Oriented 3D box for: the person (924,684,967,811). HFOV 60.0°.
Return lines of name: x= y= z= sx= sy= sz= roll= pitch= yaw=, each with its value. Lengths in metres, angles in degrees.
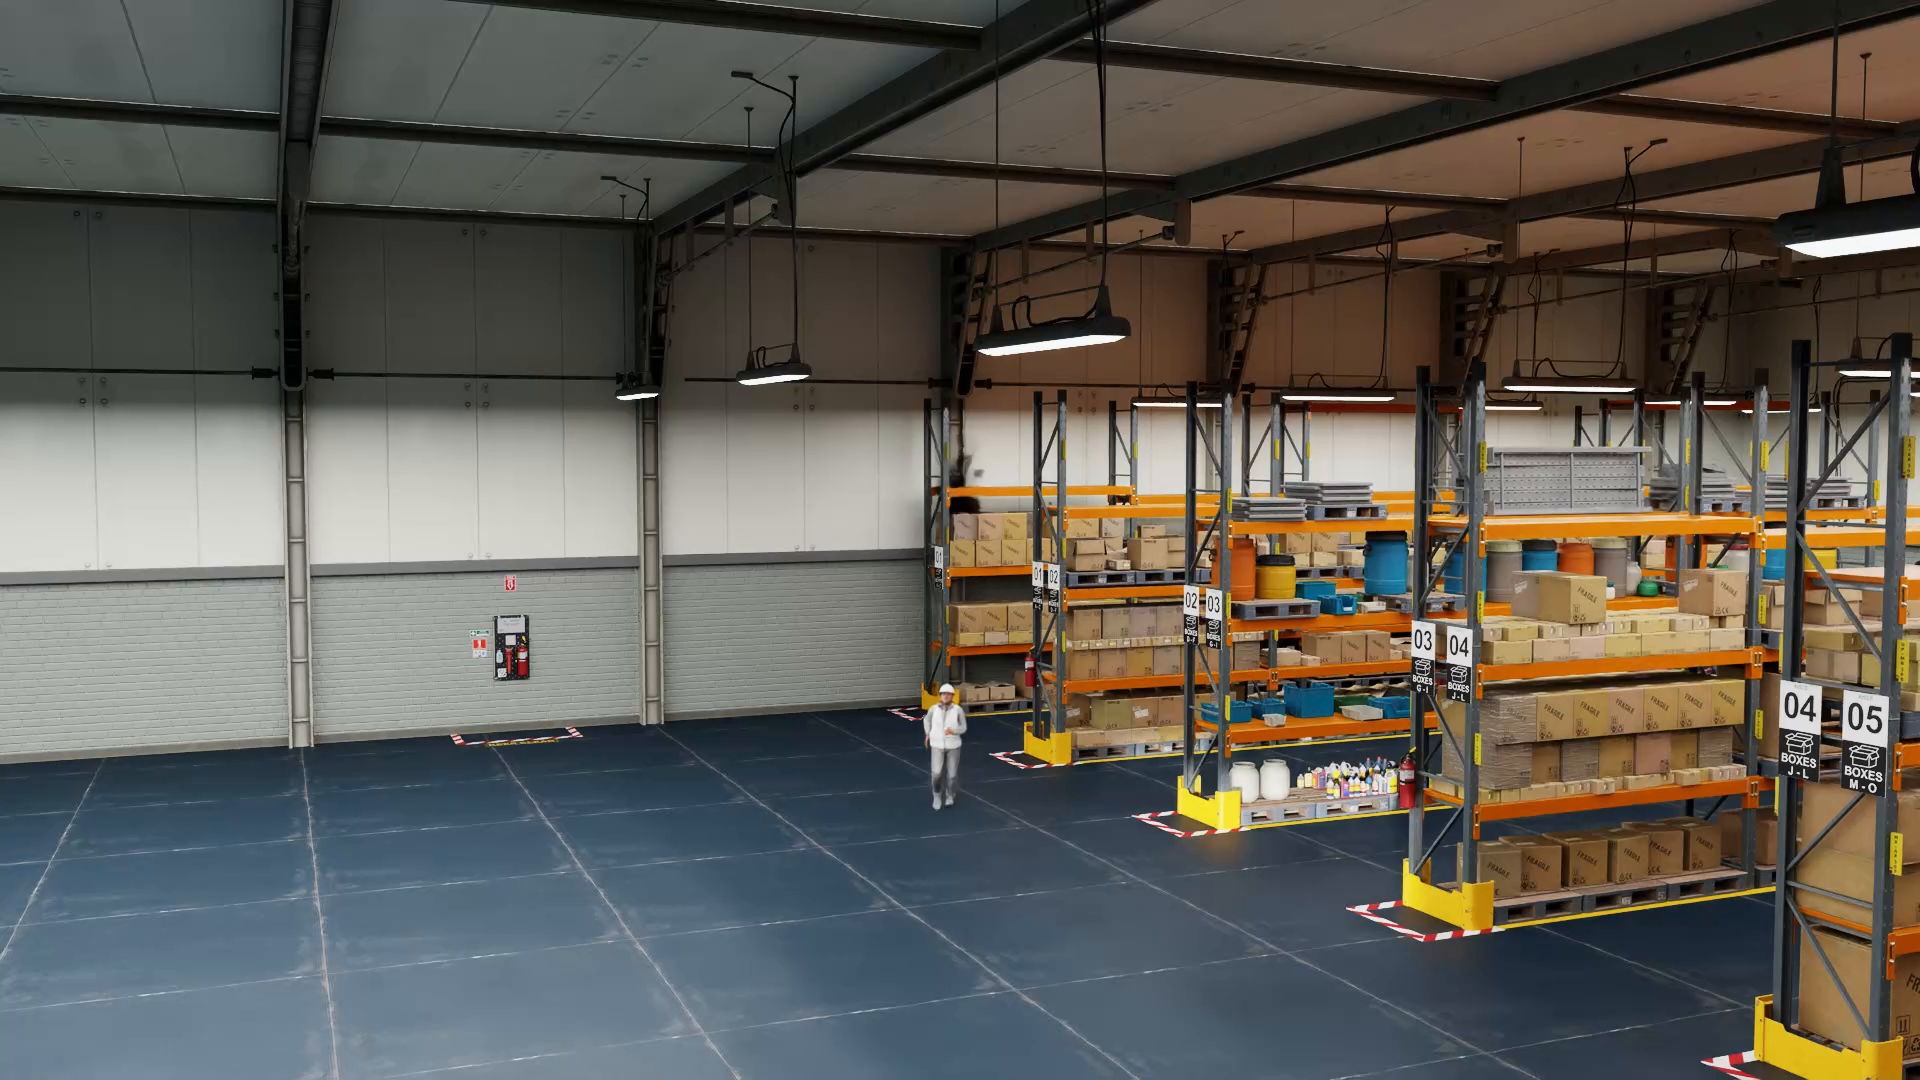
person: x=-0.210 y=2.909 z=23.327 sx=0.630 sy=1.777 sz=0.703 roll=0 pitch=3 yaw=2
